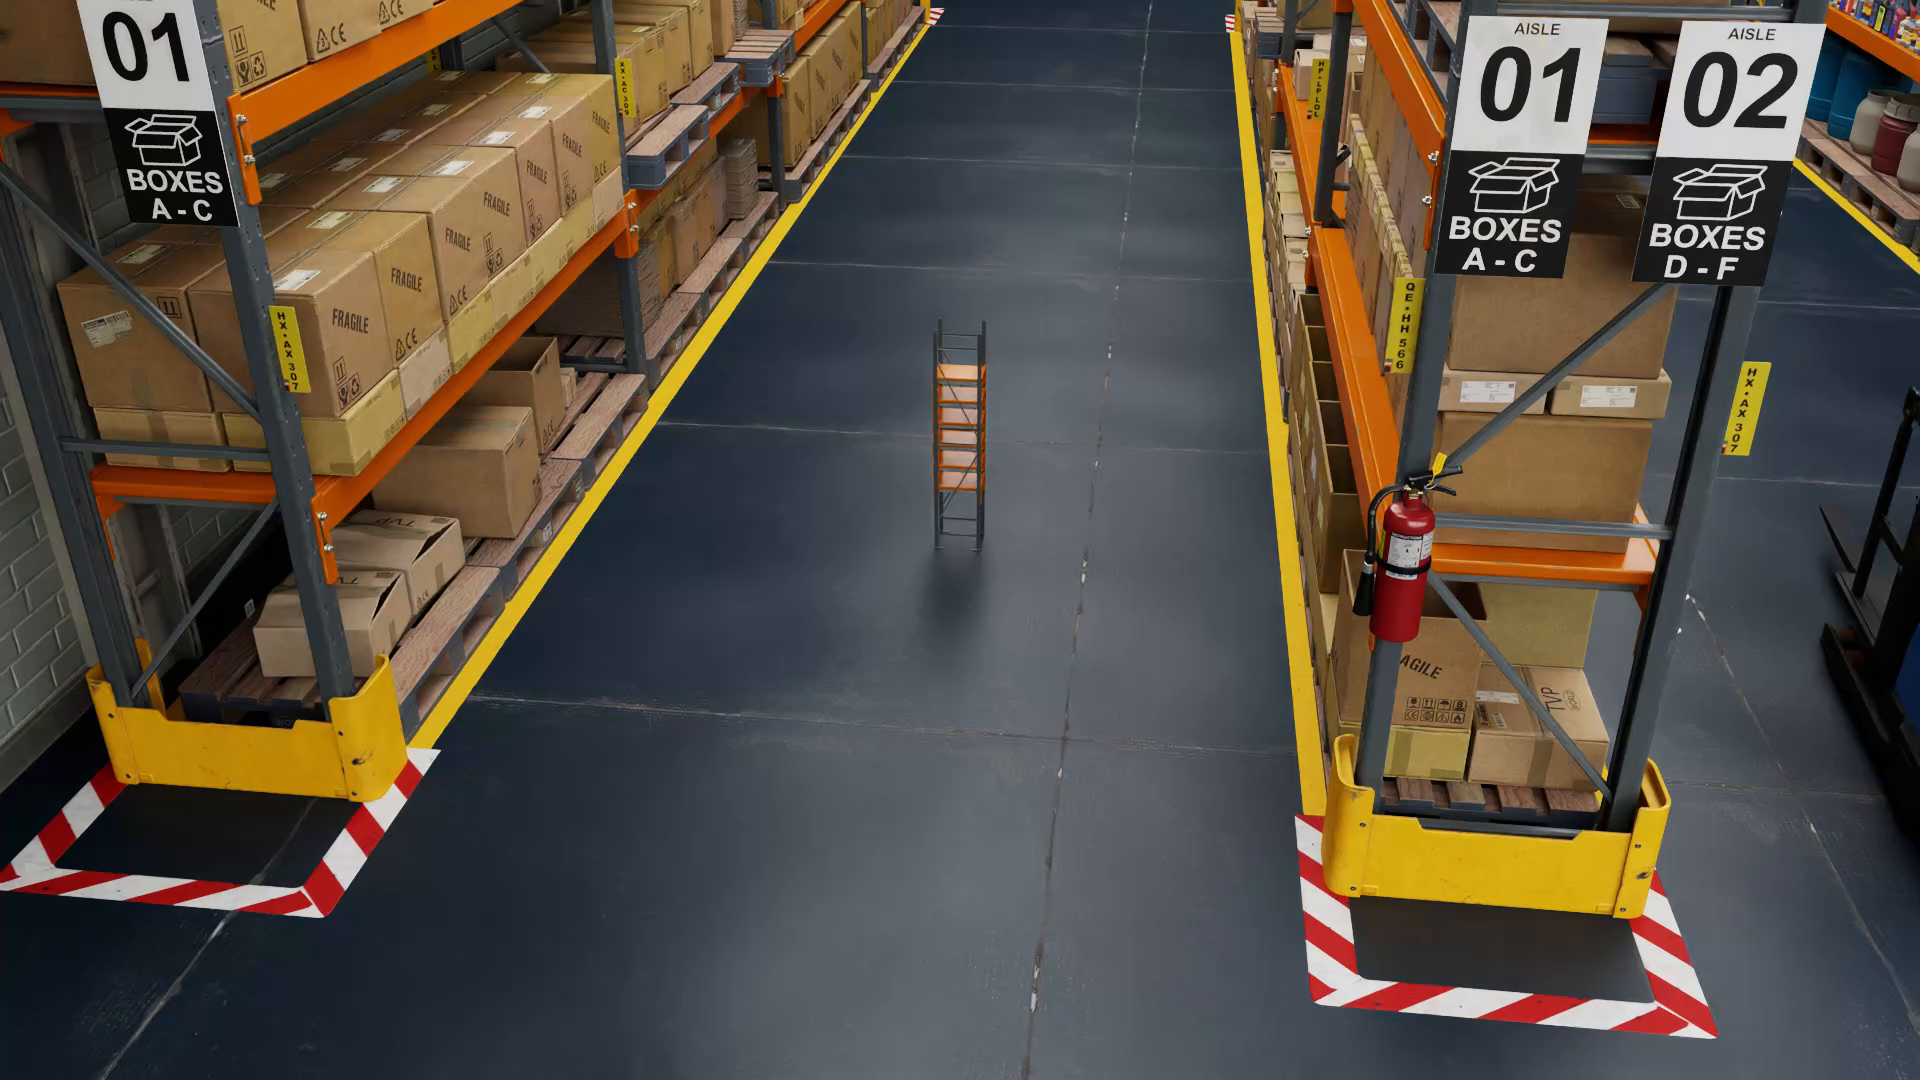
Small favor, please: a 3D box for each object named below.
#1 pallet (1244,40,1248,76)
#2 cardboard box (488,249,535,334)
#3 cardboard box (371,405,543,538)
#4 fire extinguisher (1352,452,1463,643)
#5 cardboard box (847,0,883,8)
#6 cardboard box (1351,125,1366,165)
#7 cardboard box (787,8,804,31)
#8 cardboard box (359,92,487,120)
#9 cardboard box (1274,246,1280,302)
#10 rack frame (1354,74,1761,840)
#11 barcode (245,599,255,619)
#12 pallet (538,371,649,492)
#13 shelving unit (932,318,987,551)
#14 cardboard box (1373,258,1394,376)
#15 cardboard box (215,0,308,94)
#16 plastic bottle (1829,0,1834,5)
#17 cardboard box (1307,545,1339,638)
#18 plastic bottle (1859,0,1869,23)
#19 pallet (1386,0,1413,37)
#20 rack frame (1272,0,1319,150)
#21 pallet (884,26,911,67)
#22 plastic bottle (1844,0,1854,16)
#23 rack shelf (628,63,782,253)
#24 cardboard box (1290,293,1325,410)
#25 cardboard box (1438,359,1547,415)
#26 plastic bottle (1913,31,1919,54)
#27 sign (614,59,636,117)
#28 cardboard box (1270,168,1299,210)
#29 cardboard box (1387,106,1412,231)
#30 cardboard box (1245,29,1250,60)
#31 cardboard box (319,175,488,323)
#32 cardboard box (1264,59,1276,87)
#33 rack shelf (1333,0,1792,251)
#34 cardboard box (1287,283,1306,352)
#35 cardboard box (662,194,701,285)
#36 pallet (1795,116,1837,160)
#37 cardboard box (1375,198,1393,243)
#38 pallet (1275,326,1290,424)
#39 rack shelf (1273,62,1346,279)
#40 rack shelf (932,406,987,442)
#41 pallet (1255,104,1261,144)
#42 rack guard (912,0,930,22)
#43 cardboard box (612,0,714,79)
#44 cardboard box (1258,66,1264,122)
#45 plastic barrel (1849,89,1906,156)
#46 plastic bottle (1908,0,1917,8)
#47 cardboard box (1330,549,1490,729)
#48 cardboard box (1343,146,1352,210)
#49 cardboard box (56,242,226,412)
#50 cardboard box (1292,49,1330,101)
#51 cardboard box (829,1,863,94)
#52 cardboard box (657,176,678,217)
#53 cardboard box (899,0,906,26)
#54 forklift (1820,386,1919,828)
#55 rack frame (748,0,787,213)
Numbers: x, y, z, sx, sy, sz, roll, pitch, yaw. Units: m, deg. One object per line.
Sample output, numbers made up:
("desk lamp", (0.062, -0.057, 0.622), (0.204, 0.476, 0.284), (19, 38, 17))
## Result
("pallet", (3.687, -5.363, 18.482), (1.003, 0.211, 1.213), (3, 28, 6))
("cardboard box", (-2.376, -1.205, 7.962), (0.500, 0.250, 0.500), (4, 29, 7))
("cardboard box", (-2.549, -0.353, 8.415), (0.700, 0.500, 0.500), (2, 28, 3))
("fire extinguisher", (1.509, 0.020, 5.632), (0.296, 0.674, 0.183), (3, 28, 6))
("cardboard box", (-1.046, -5.844, 17.944), (0.380, 0.149, 0.250), (4, 29, 8))
("cardboard box", (2.219, -2.022, 8.551), (0.380, 0.149, 0.250), (4, 29, 7))
("cardboard box", (-1.526, -4.372, 13.947), (0.380, 0.149, 0.250), (4, 29, 8))
("cardboard box", (-2.775, -2.032, 8.706), (0.500, 0.500, 0.500), (3, 28, 6))
("cardboard box", (2.427, -1.830, 11.441), (0.500, 0.250, 0.500), (4, 29, 7))
("rack frame", (1.984, -0.043, 5.666), (1.000, 3.000, 0.127), (3, 28, 6))
("barcode", (-3.153, 0.305, 7.383), (0.001, 0.075, 0.075), (3, 28, 6))
("pallet", (-2.490, -0.666, 9.763), (1.003, 0.211, 1.213), (3, 28, 6))
("shelving unit", (-0.002, -0.521, 8.453), (0.258, 1.200, 0.189), (3, 28, 6))
("cardboard box", (2.241, -1.035, 7.402), (0.700, 0.500, 0.500), (4, 29, 8))
("cardboard box", (-2.644, -1.845, 5.723), (0.500, 0.500, 0.500), (4, 29, 8))
("plastic bottle", (7.849, -4.924, 14.863), (0.097, 0.271, 0.097), (0, 28, 0))
("cardboard box", (1.865, 0.242, 7.595), (0.500, 0.250, 0.500), (3, 28, 6))
("plastic bottle", (7.752, -4.551, 14.171), (0.097, 0.271, 0.097), (0, 28, 0))
("pallet", (2.243, -2.231, 6.660), (1.003, 0.211, 1.213), (3, 28, 6))
("rack frame", (2.964, -3.808, 12.656), (1.000, 3.000, 0.127), (3, 28, 6))
("pallet", (-1.144, -5.679, 19.069), (1.003, 0.211, 1.213), (3, 28, 6))
("plastic bottle", (7.822, -4.715, 14.471), (0.152, 0.276, 0.135), (3, 28, 6))
("rack shelf", (-2.197, -2.836, 11.611), (1.077, 0.370, 4.000), (3, 28, 6))
("cardboard box", (2.107, -1.030, 9.165), (0.500, 0.500, 0.500), (3, 28, 6))
("cardboard box", (1.842, -0.563, 5.843), (0.380, 0.149, 0.250), (3, 28, 5))
("plastic bottle", (7.602, -3.946, 13.121), (0.097, 0.201, 0.097), (0, 28, 0))
("sign", (-1.903, -2.565, 9.435), (0.100, 0.325, 0.005), (3, 28, 6))
("cardboard box", (2.553, -2.552, 12.190), (0.500, 0.311, 0.500), (3, 28, 5))
("cardboard box", (2.242, -1.623, 7.126), (0.700, 0.500, 0.500), (3, 28, 6))
("cardboard box", (3.335, -5.339, 17.868), (0.500, 0.311, 0.500), (3, 28, 6))
("cardboard box", (-2.436, -1.284, 7.317), (0.500, 0.500, 0.500), (2, 28, 5))
("cardboard box", (2.970, -4.194, 14.754), (0.500, 0.250, 0.500), (3, 28, 5))
("rack shelf", (2.229, -1.988, 6.873), (1.077, 0.370, 4.000), (3, 28, 6))
("cardboard box", (2.239, -1.354, 9.966), (0.500, 0.311, 0.500), (3, 28, 6))
("cardboard box", (-2.253, -2.136, 11.724), (0.700, 0.500, 0.500), (4, 29, 7))
("pallet", (8.234, -3.813, 15.605), (1.003, 0.211, 1.213), (3, 28, 6))
("cardboard box", (2.063, -1.410, 7.416), (0.380, 0.149, 0.250), (3, 28, 6))
("pallet", (2.526, -1.047, 10.471), (1.003, 0.211, 1.213), (3, 28, 6))
("rack shelf", (2.719, -2.550, 11.080), (1.077, 0.370, 4.000), (3, 28, 6))
("rack shelf", (-0.002, -0.588, 8.417), (0.258, 0.103, 0.180), (3, 28, 6))
("pallet", (3.392, -4.078, 16.098), (1.003, 0.211, 1.213), (3, 28, 6))
("rack guard", (-0.969, -6.771, 20.791), (1.175, 0.500, 0.348), (3, 28, 6))
("cardboard box", (-2.131, -3.523, 11.557), (0.700, 0.500, 0.500), (3, 28, 6))
("cardboard box", (3.030, -4.084, 15.340), (0.500, 0.500, 0.500), (4, 29, 7))
("plastic barrel", (8.042, -3.642, 14.528), (0.421, 0.512, 0.421), (0, 28, 0))
("plastic bottle", (8.416, -4.850, 14.641), (0.144, 0.351, 0.185), (3, 28, 6))
("cardboard box", (1.755, 0.383, 6.542), (0.500, 0.500, 0.500), (3, 28, 6))
("cardboard box", (2.491, -2.094, 9.632), (0.500, 0.250, 0.500), (5, 29, 9))
("cardboard box", (-3.086, -0.836, 6.485), (0.500, 0.500, 0.500), (3, 28, 6))
("cardboard box", (2.663, -3.359, 11.917), (0.500, 0.311, 0.500), (3, 28, 6))
("cardboard box", (-1.413, -4.902, 16.511), (0.750, 0.750, 0.750), (4, 29, 7))
("cardboard box", (-2.258, -2.435, 11.488), (0.500, 0.250, 0.500), (3, 28, 5))
("cardboard box", (-1.020, -6.374, 19.611), (0.700, 0.500, 0.500), (3, 28, 6))
("forklift", (4.492, -0.555, 6.690), (1.130, 2.935, 3.031), (6, 29, 10))
("rack frame", (-1.952, -4.094, 13.187), (1.000, 3.000, 0.127), (3, 28, 6))
